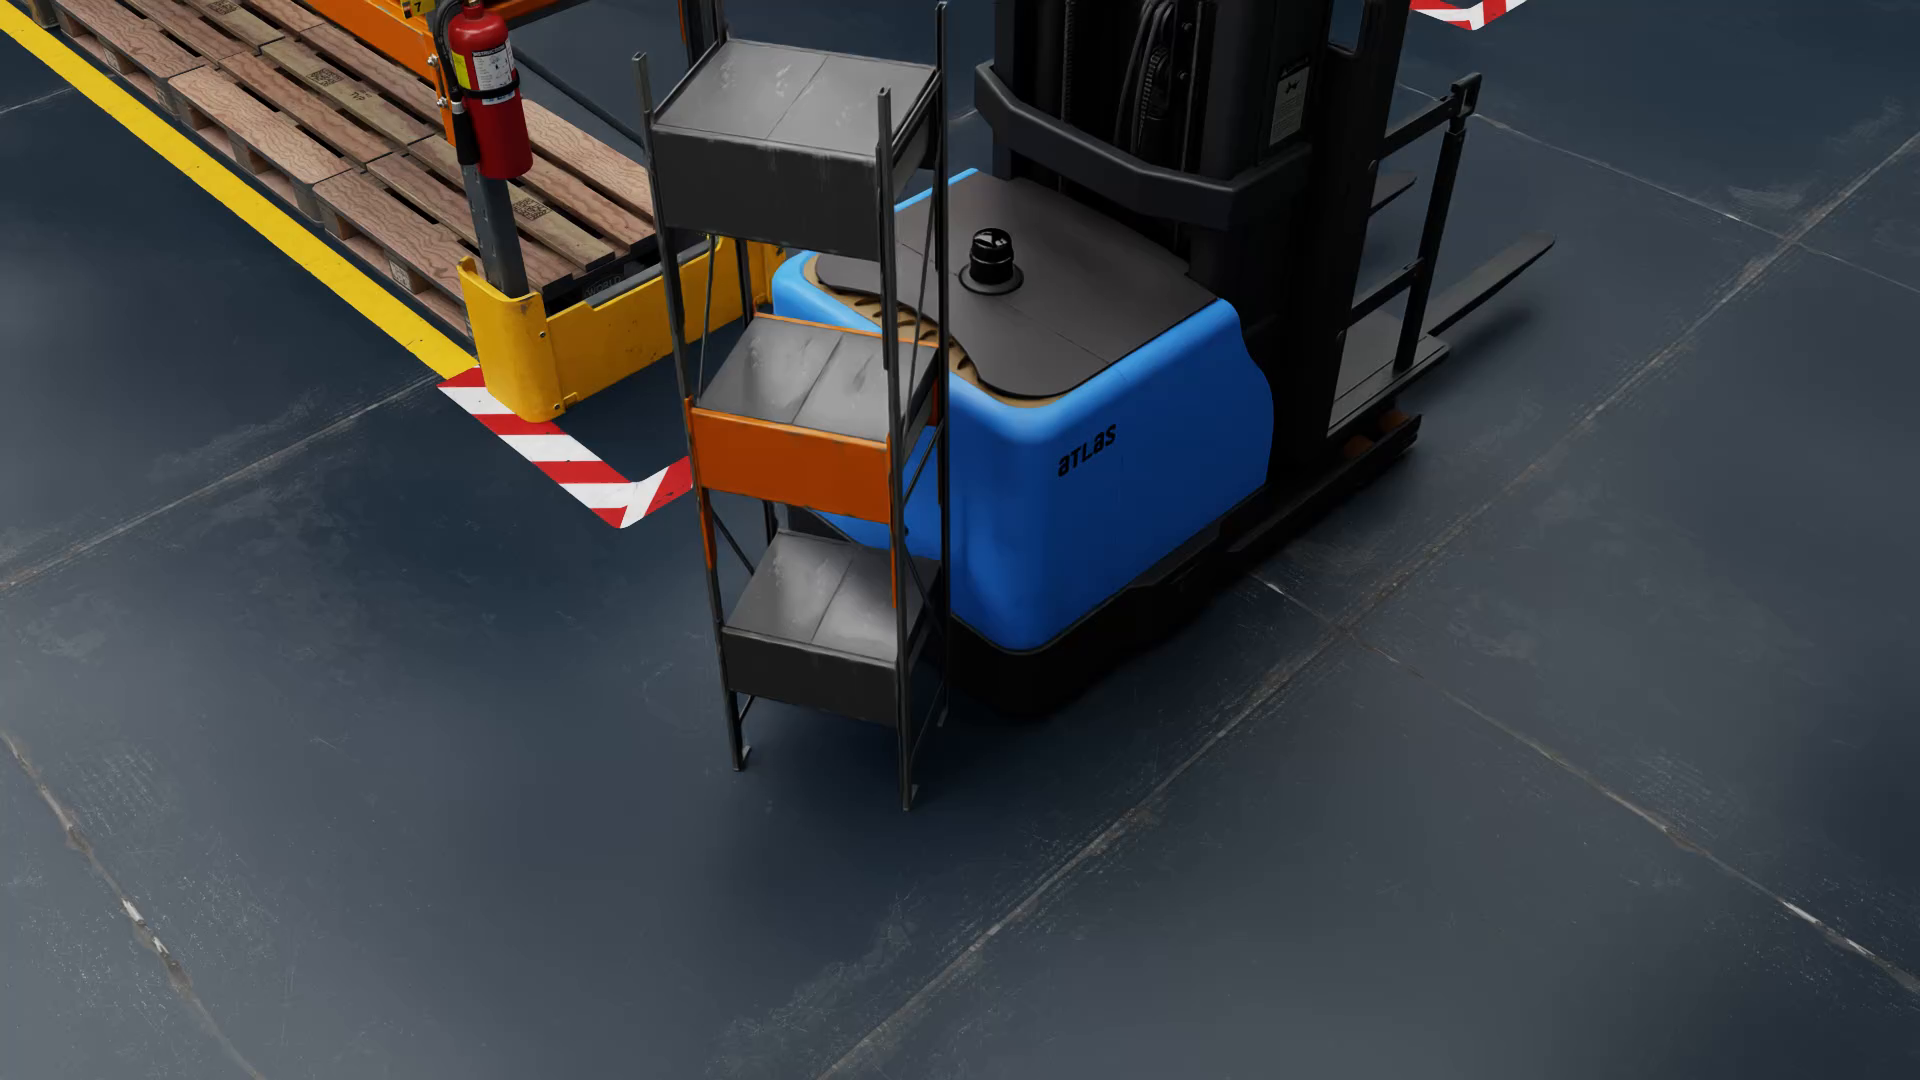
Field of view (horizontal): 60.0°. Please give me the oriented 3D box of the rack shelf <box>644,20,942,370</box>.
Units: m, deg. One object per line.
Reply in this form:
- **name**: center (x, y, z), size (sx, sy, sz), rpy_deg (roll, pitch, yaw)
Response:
- **rack shelf**: center (-0.323, -0.722, 3.473), size (0.480, 0.518, 0.431), rpy_deg (11, 44, 12)

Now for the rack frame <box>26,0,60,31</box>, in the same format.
- **rack frame**: center (-4.005, -3.772, 7.122), size (1.000, 3.000, 0.127), rpy_deg (-34, 53, -31)

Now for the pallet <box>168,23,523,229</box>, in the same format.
- **pallet**: center (-2.593, -1.827, 7.071), size (1.003, 0.211, 1.213), rpy_deg (-34, 53, -31)

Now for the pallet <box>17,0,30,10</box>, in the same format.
- **pallet**: center (-4.521, -3.139, 8.491), size (1.003, 0.211, 1.213), rpy_deg (-34, 53, -31)

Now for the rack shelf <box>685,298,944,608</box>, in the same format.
- **rack shelf**: center (-0.323, -0.208, 3.948), size (0.480, 0.518, 0.431), rpy_deg (11, 44, 12)

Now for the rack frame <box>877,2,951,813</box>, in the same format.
- **rack frame**: center (-0.088, -0.172, 3.889), size (0.015, 2.100, 0.400), rpy_deg (11, 44, 12)

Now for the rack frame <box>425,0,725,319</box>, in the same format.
- **rack frame**: center (-1.181, -1.850, 5.042), size (1.000, 3.000, 0.127), rpy_deg (-34, 53, -31)

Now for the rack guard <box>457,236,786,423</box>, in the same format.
- **rack guard**: center (-1.155, -0.927, 5.884), size (1.175, 0.500, 0.348), rpy_deg (-34, 53, -31)

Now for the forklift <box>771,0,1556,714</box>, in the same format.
- **forklift**: center (0.883, -1.481, 4.693), size (3.031, 2.935, 1.130), rpy_deg (-33, 52, -31)

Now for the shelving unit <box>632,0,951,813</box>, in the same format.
- **shelving unit**: center (-0.323, -0.218, 3.939), size (0.503, 2.100, 0.431), rpy_deg (11, 44, 12)

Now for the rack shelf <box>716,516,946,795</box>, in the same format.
- **rack shelf**: center (-0.323, 0.306, 4.423), size (0.480, 0.518, 0.431), rpy_deg (11, 44, 12)

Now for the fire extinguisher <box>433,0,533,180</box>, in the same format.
- **fire extinguisher**: center (-1.396, -1.394, 4.880), size (0.296, 0.674, 0.183), rpy_deg (-34, 53, -31)

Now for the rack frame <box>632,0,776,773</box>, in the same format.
- **rack frame**: center (-0.557, -0.265, 3.989), size (0.015, 2.100, 0.400), rpy_deg (11, 44, 12)

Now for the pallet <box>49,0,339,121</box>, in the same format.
- **pallet**: center (-3.459, -2.413, 7.706), size (1.003, 0.211, 1.213), rpy_deg (-34, 53, -31)

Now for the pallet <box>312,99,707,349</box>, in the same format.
- **pallet**: center (-1.736, -1.241, 6.437), size (1.003, 0.211, 1.213), rpy_deg (-34, 53, -31)

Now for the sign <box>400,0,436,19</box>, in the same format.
- **sign**: center (-1.559, -1.638, 4.693), size (0.100, 0.325, 0.005), rpy_deg (-34, 53, -31)

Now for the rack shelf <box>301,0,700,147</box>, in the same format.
- **rack shelf**: center (-2.593, -2.547, 6.326), size (1.077, 0.370, 4.000), rpy_deg (-34, 53, -31)
